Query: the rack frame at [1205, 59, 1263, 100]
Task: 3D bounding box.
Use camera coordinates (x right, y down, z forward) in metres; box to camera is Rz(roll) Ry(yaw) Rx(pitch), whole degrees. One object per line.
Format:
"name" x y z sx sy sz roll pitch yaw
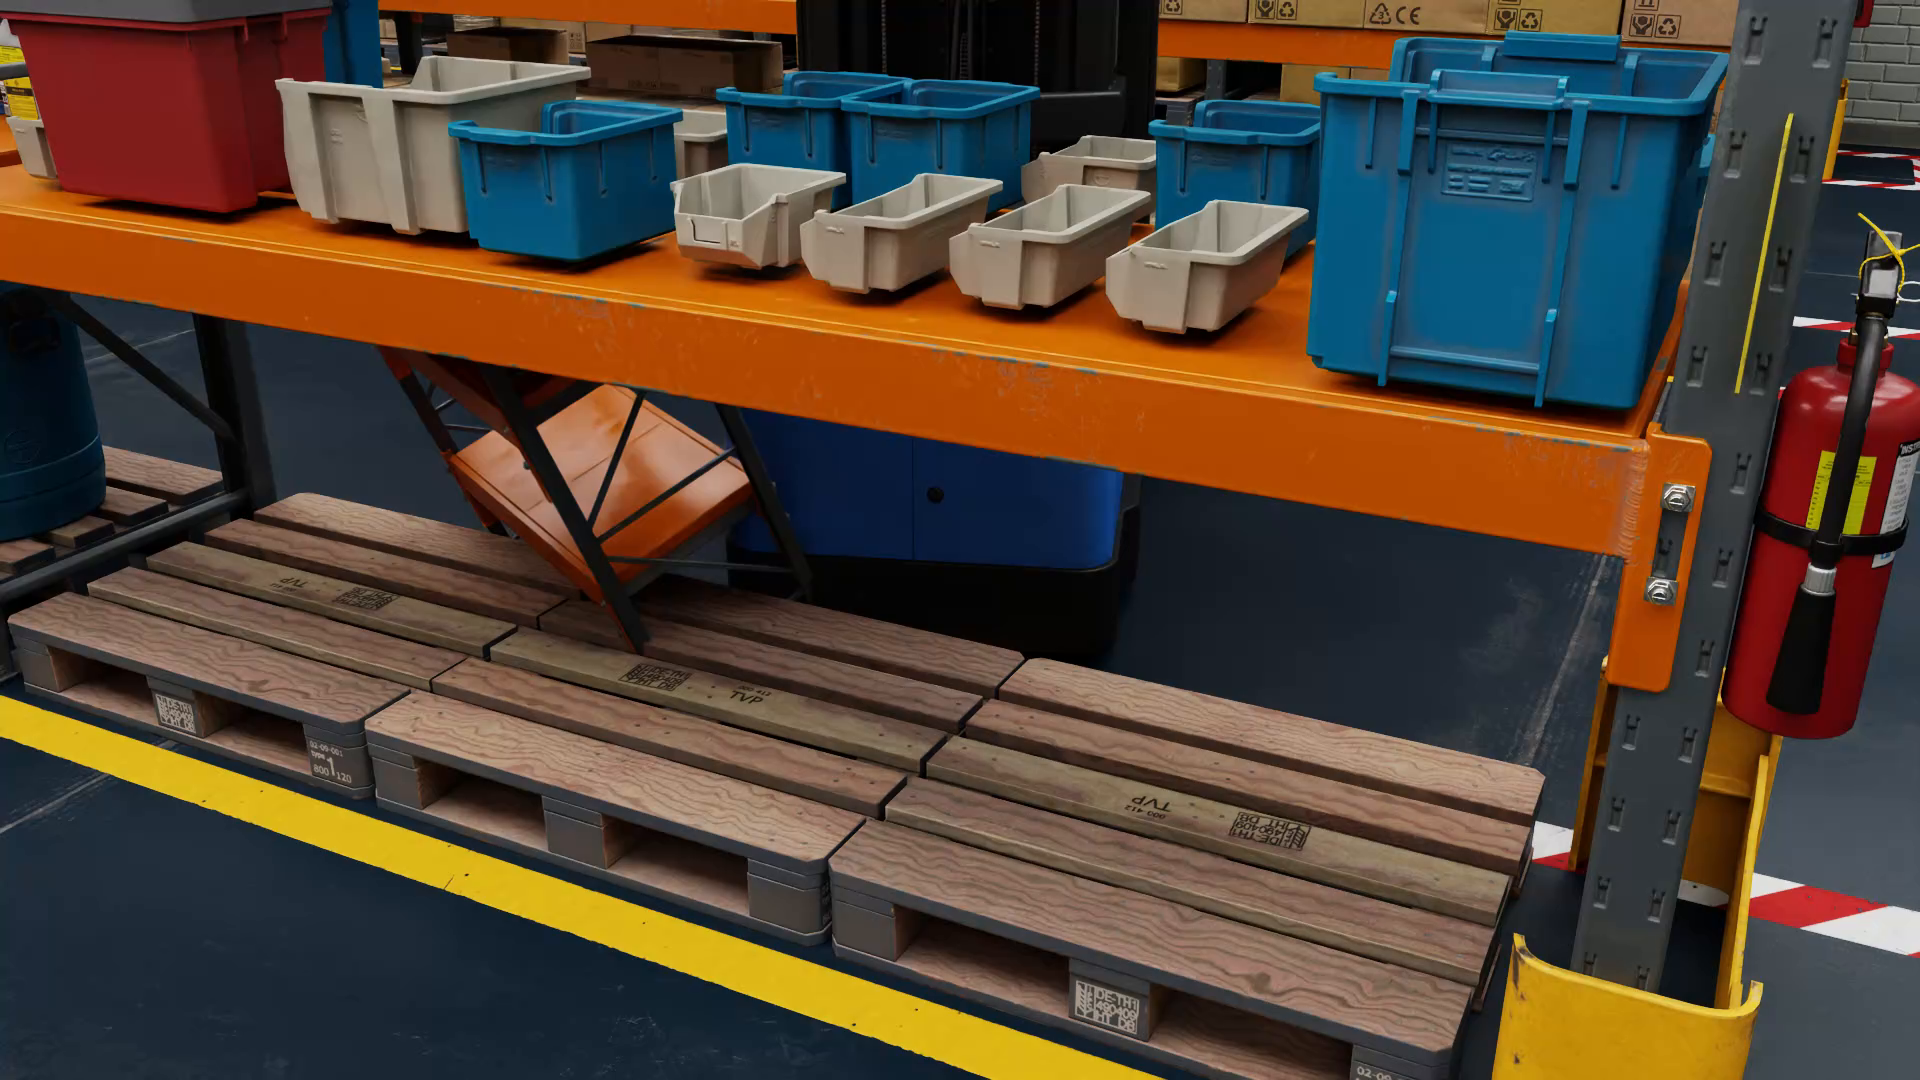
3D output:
"rack frame" 2.111 -4.632 12.308 0.127 3.000 1.000 11 25 25

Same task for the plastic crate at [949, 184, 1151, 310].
"plastic crate" 0.149 -0.509 2.873 0.243 0.136 0.396 11 25 25

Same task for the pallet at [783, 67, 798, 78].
"pallet" -0.789 -3.889 14.126 1.213 0.211 1.003 11 25 25

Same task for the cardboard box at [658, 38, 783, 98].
"cardboard box" -1.335 -2.645 9.311 0.500 0.250 0.500 11 26 25

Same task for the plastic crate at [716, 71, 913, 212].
"plastic crate" -0.304 -0.860 3.577 0.300 0.233 0.416 11 25 25

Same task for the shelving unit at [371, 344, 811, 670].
"shelving unit" -1.012 -0.292 4.385 0.538 1.125 1.048 -37 40 -21

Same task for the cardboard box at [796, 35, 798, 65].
"cardboard box" -0.862 -4.366 13.895 0.750 0.750 0.750 11 25 24

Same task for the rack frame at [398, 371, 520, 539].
"rack frame" -1.318 -0.475 4.747 0.500 1.125 0.032 -37 40 -21

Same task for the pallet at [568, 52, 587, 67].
"pallet" -3.240 -4.409 15.348 1.213 0.211 1.003 11 25 25

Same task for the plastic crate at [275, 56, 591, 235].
"plastic crate" -1.080 -0.811 3.398 0.530 0.282 0.437 11 25 25

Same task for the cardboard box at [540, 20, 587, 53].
"cardboard box" -3.443 -4.794 15.323 0.500 0.500 0.700 12 26 25

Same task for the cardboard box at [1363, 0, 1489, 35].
"cardboard box" 2.019 -2.405 6.945 0.500 0.500 0.500 11 26 25

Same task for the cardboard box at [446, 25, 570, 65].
"cardboard box" -2.698 -2.913 9.940 0.500 0.250 0.500 12 26 27

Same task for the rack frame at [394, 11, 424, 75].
"rack frame" -3.691 -3.607 9.900 0.127 3.000 1.000 11 25 25

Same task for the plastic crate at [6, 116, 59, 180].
"plastic crate" -2.008 -0.946 3.902 0.243 0.136 0.396 11 25 25

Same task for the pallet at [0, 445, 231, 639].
"pallet" -3.029 -0.039 5.073 1.213 0.211 1.003 11 25 25

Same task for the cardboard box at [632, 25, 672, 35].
"cardboard box" -2.532 -4.631 14.938 0.500 0.500 0.700 11 25 24

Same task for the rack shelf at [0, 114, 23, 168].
"rack shelf" -4.144 -1.194 5.144 4.000 0.370 1.077 11 25 25

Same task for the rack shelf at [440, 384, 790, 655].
"rack shelf" -0.945 -0.110 4.534 0.538 0.278 1.000 -37 40 -21

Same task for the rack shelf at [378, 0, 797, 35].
"rack shelf" -1.906 -2.923 9.210 4.000 0.370 1.077 11 25 25

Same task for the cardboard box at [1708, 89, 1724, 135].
"cardboard box" 5.011 -3.057 11.263 0.500 0.500 0.700 11 25 25

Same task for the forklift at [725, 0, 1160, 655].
"forklift" 0.085 -1.590 5.244 1.130 2.935 3.031 3 23 7

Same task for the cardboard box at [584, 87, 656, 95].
"cardboard box" -1.817 -2.394 9.679 0.500 0.500 0.500 10 25 23

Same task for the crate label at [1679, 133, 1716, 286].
"crate label" 1.139 -0.575 2.905 0.303 0.233 0.416 11 25 25

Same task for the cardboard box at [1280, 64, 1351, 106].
"cardboard box" 2.732 -3.507 12.321 0.500 0.500 0.700 12 26 25

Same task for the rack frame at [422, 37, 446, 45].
"rack frame" -5.028 -6.044 15.630 0.127 3.000 1.000 11 25 25

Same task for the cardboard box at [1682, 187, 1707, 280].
"cardboard box" 2.852 -1.257 7.004 0.500 0.500 0.500 11 25 25

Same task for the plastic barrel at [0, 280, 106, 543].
"plastic barrel" -2.837 -0.501 4.741 0.708 0.901 0.600 11 25 25

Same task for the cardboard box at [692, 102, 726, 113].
"cardboard box" -1.128 -2.030 8.823 0.500 0.500 0.500 11 26 25

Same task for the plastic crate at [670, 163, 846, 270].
"plastic crate" -0.383 -0.595 3.077 0.250 0.136 0.298 11 25 25

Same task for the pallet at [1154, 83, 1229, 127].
"pallet" 1.388 -3.458 13.113 1.213 0.211 1.003 11 25 25

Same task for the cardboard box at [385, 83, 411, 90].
"cardboard box" -2.944 -2.389 9.666 0.500 0.500 0.500 10 25 23

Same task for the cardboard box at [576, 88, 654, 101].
"cardboard box" -2.030 -2.208 9.241 0.500 0.500 0.500 10 25 23

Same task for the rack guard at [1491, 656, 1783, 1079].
"rack guard" 1.238 0.685 3.001 0.348 0.500 1.175 11 25 25

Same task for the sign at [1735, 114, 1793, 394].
"sign" 0.977 -0.346 2.021 0.005 0.325 0.100 11 25 25

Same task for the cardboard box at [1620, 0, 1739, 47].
"cardboard box" 2.926 -2.225 6.521 0.500 0.500 0.500 12 26 26

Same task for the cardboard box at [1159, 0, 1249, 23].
"cardboard box" 1.115 -2.583 7.364 0.500 0.500 0.500 11 25 24

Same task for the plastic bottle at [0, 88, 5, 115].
"plastic bottle" -2.811 -1.381 4.829 0.097 0.271 0.097 0 23 0

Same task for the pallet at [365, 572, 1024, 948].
"pallet" -0.593 0.443 3.939 1.213 0.211 1.003 11 25 25

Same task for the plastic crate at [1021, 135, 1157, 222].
"plastic crate" 0.284 -0.736 3.407 0.298 0.136 0.250 11 25 25

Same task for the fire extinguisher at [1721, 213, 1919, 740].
"fire extinguisher" 1.140 -0.073 2.164 0.183 0.674 0.296 11 25 25

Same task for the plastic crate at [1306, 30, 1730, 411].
"plastic crate" 0.827 -0.503 2.478 0.499 0.435 0.616 11 25 25

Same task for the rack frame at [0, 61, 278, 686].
"rack frame" -2.359 -1.172 4.172 0.127 3.000 1.000 11 25 25

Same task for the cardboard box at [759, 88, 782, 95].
"cardboard box" -0.924 -2.214 9.255 0.500 0.500 0.500 12 26 25

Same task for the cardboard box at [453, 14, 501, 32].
"cardboard box" -4.364 -4.972 15.741 0.500 0.500 0.700 12 26 26

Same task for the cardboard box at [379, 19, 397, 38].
"cardboard box" -5.519 -5.027 16.296 0.250 0.166 0.380 8 24 18
